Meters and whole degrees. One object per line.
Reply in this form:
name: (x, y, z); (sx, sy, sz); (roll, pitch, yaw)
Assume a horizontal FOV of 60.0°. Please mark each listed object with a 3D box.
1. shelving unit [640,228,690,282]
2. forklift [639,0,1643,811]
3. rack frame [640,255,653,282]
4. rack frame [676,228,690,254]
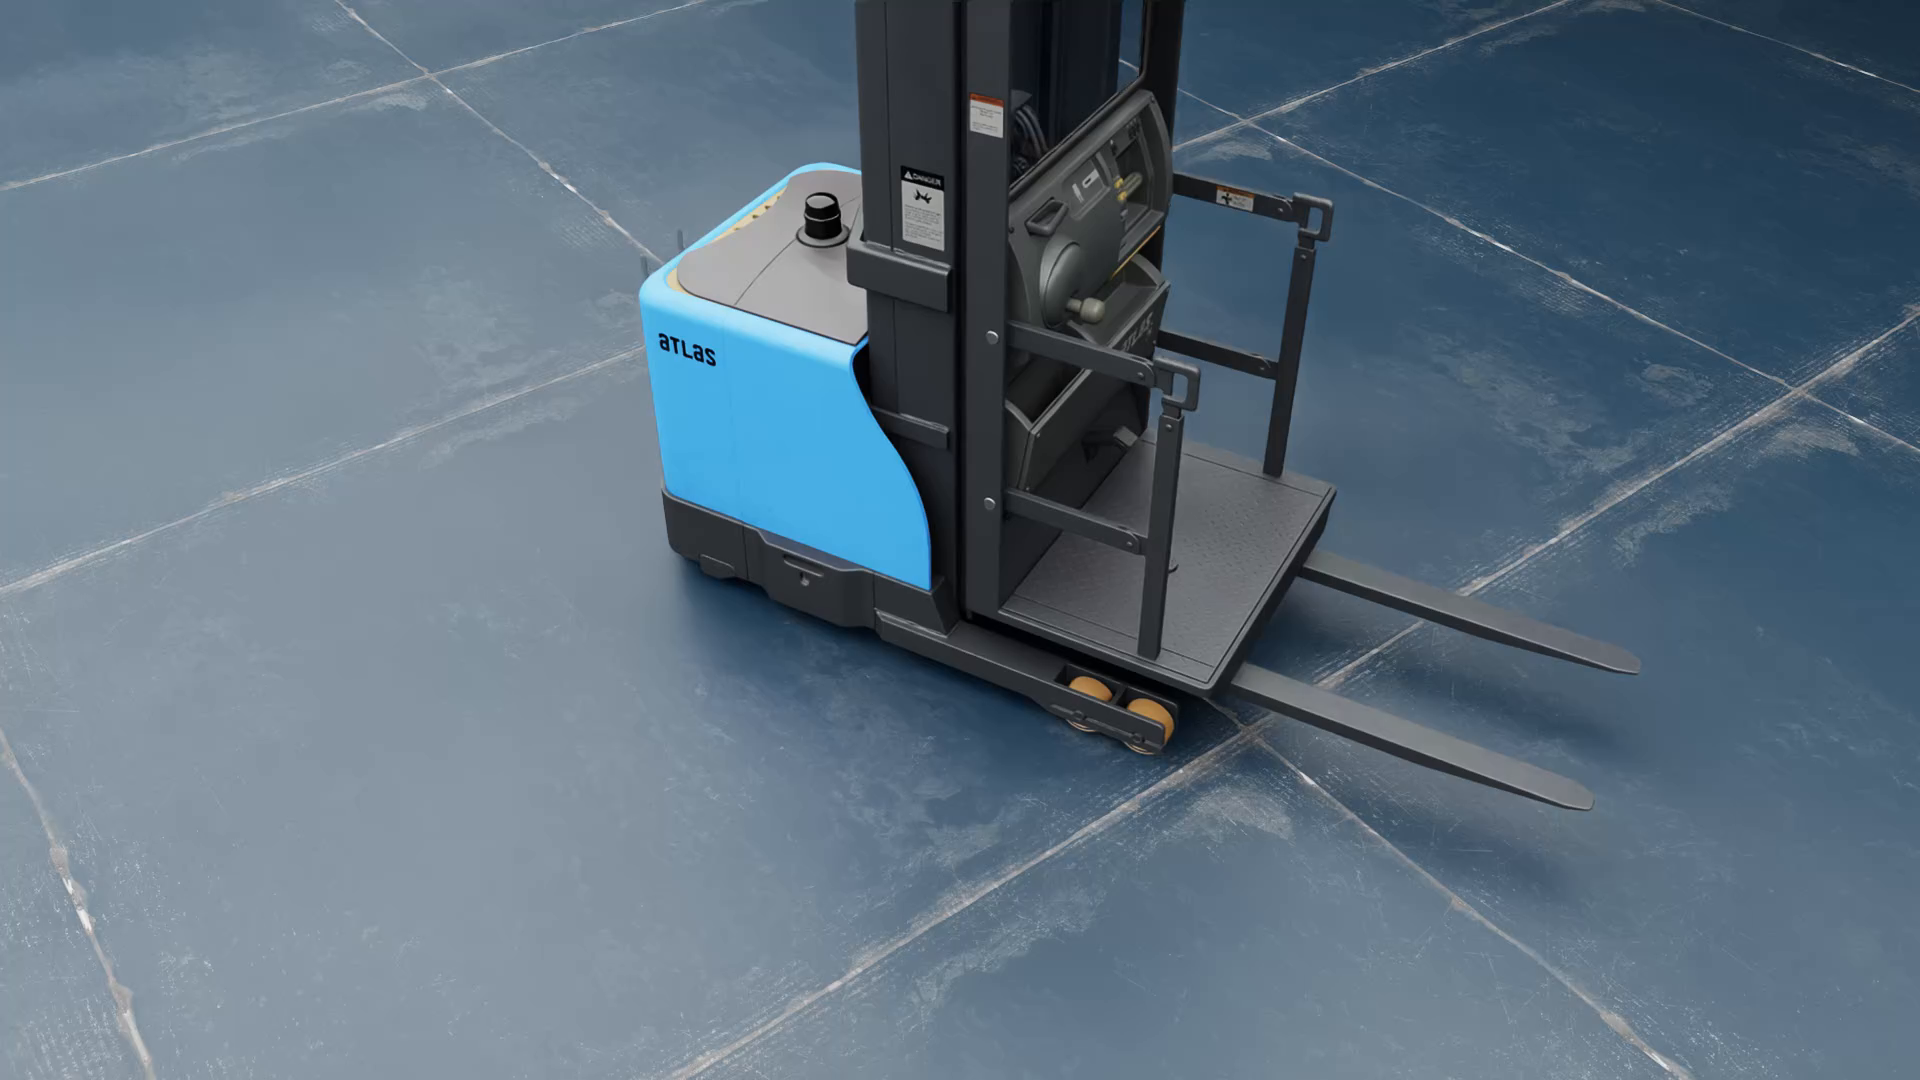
shelving unit: (-0.897, -0.612, 5.786); (0.258, 0.900, 0.210); (18, 43, 21)
forklift: (0.551, -0.881, 4.513); (3.031, 2.935, 1.130); (19, 43, 22)
rack frame: (-0.945, -0.555, 5.716); (0.240, 0.900, 0.006); (18, 43, 21)
rack frame: (-0.850, -0.669, 5.855); (0.240, 0.900, 0.006); (18, 43, 21)
